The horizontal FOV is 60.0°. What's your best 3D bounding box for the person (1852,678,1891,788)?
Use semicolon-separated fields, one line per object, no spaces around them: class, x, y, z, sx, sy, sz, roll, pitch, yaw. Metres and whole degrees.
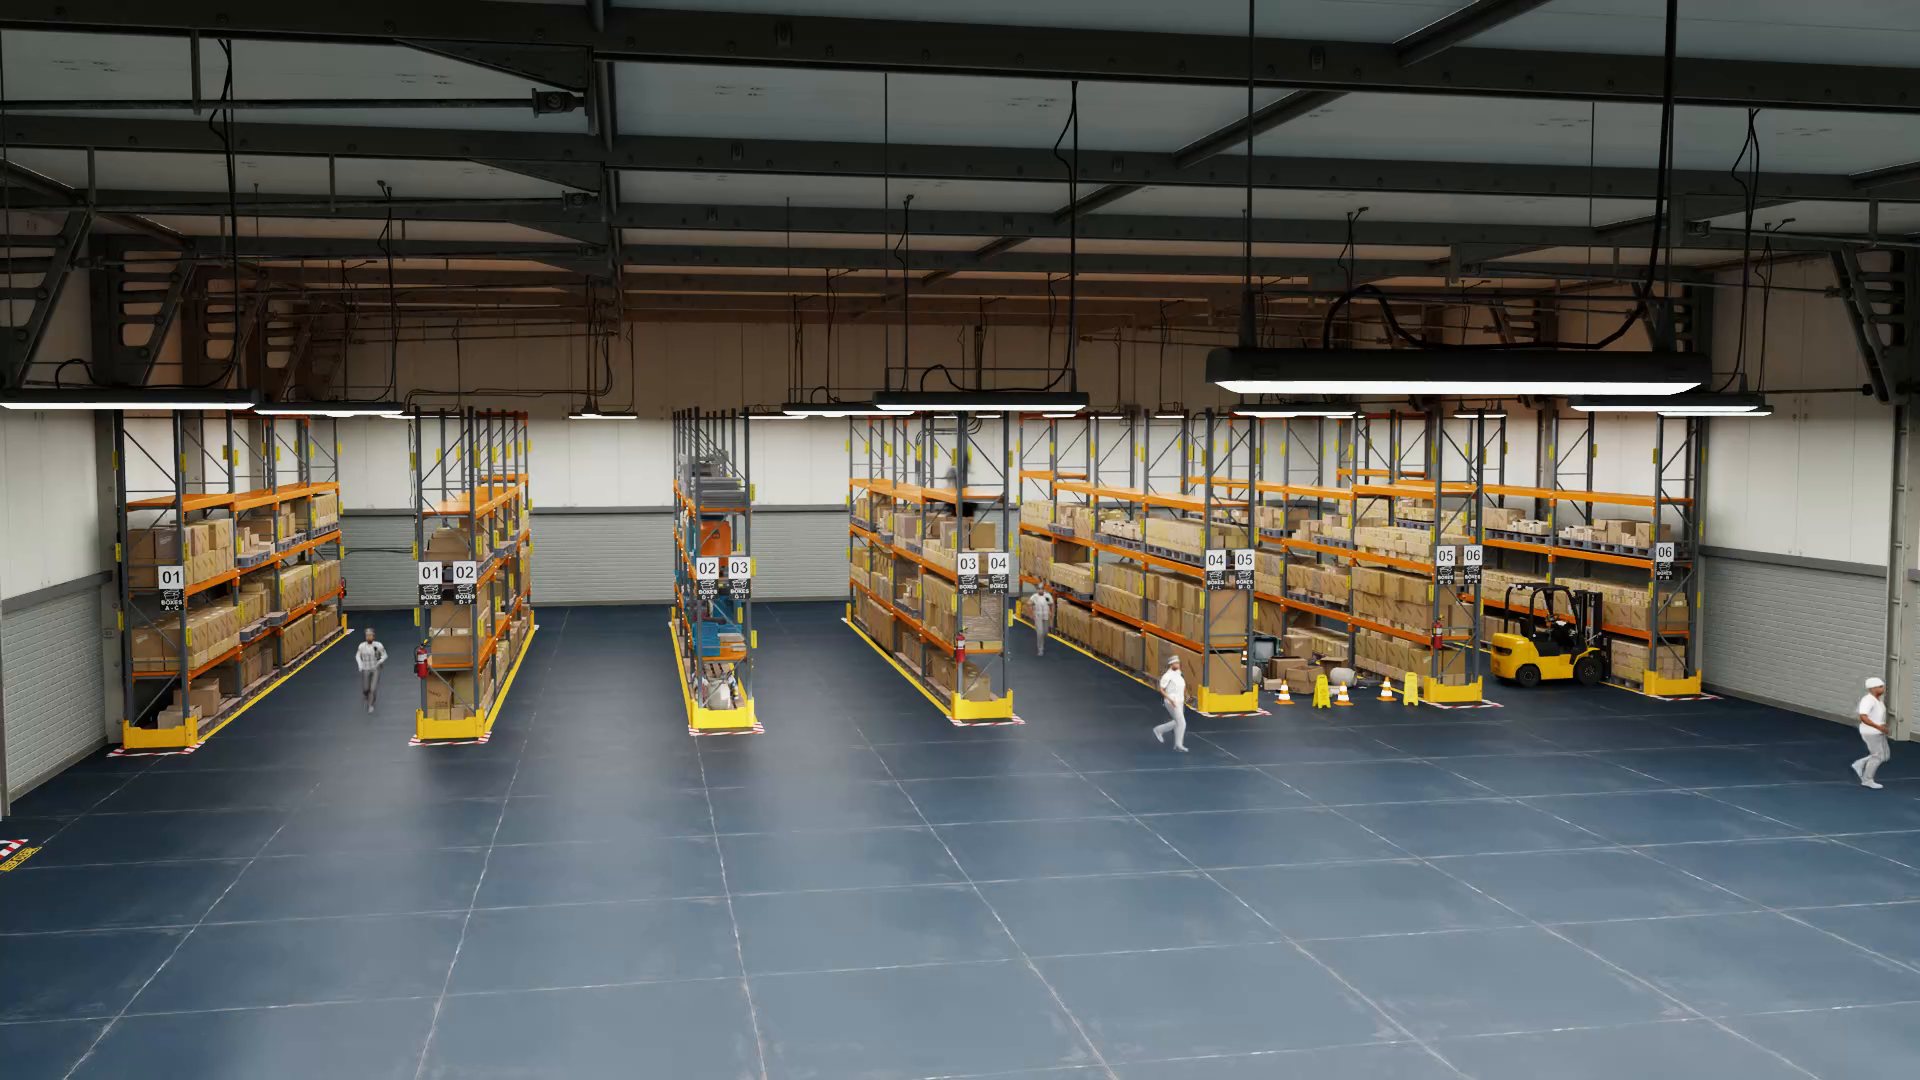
person;14.268;3.010;25.987;0.533;1.726;0.706;4;5;42

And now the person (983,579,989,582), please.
person;0.514;1.406;48.501;0.712;1.729;0.843;2;5;27

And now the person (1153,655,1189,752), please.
person;3.698;2.834;29.025;0.673;1.692;0.576;3;5;34

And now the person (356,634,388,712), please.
person;-11.631;2.598;32.808;0.561;1.607;0.569;-1;4;-12

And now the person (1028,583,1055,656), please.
person;2.011;1.928;41.090;0.661;1.790;0.789;-1;4;-8
